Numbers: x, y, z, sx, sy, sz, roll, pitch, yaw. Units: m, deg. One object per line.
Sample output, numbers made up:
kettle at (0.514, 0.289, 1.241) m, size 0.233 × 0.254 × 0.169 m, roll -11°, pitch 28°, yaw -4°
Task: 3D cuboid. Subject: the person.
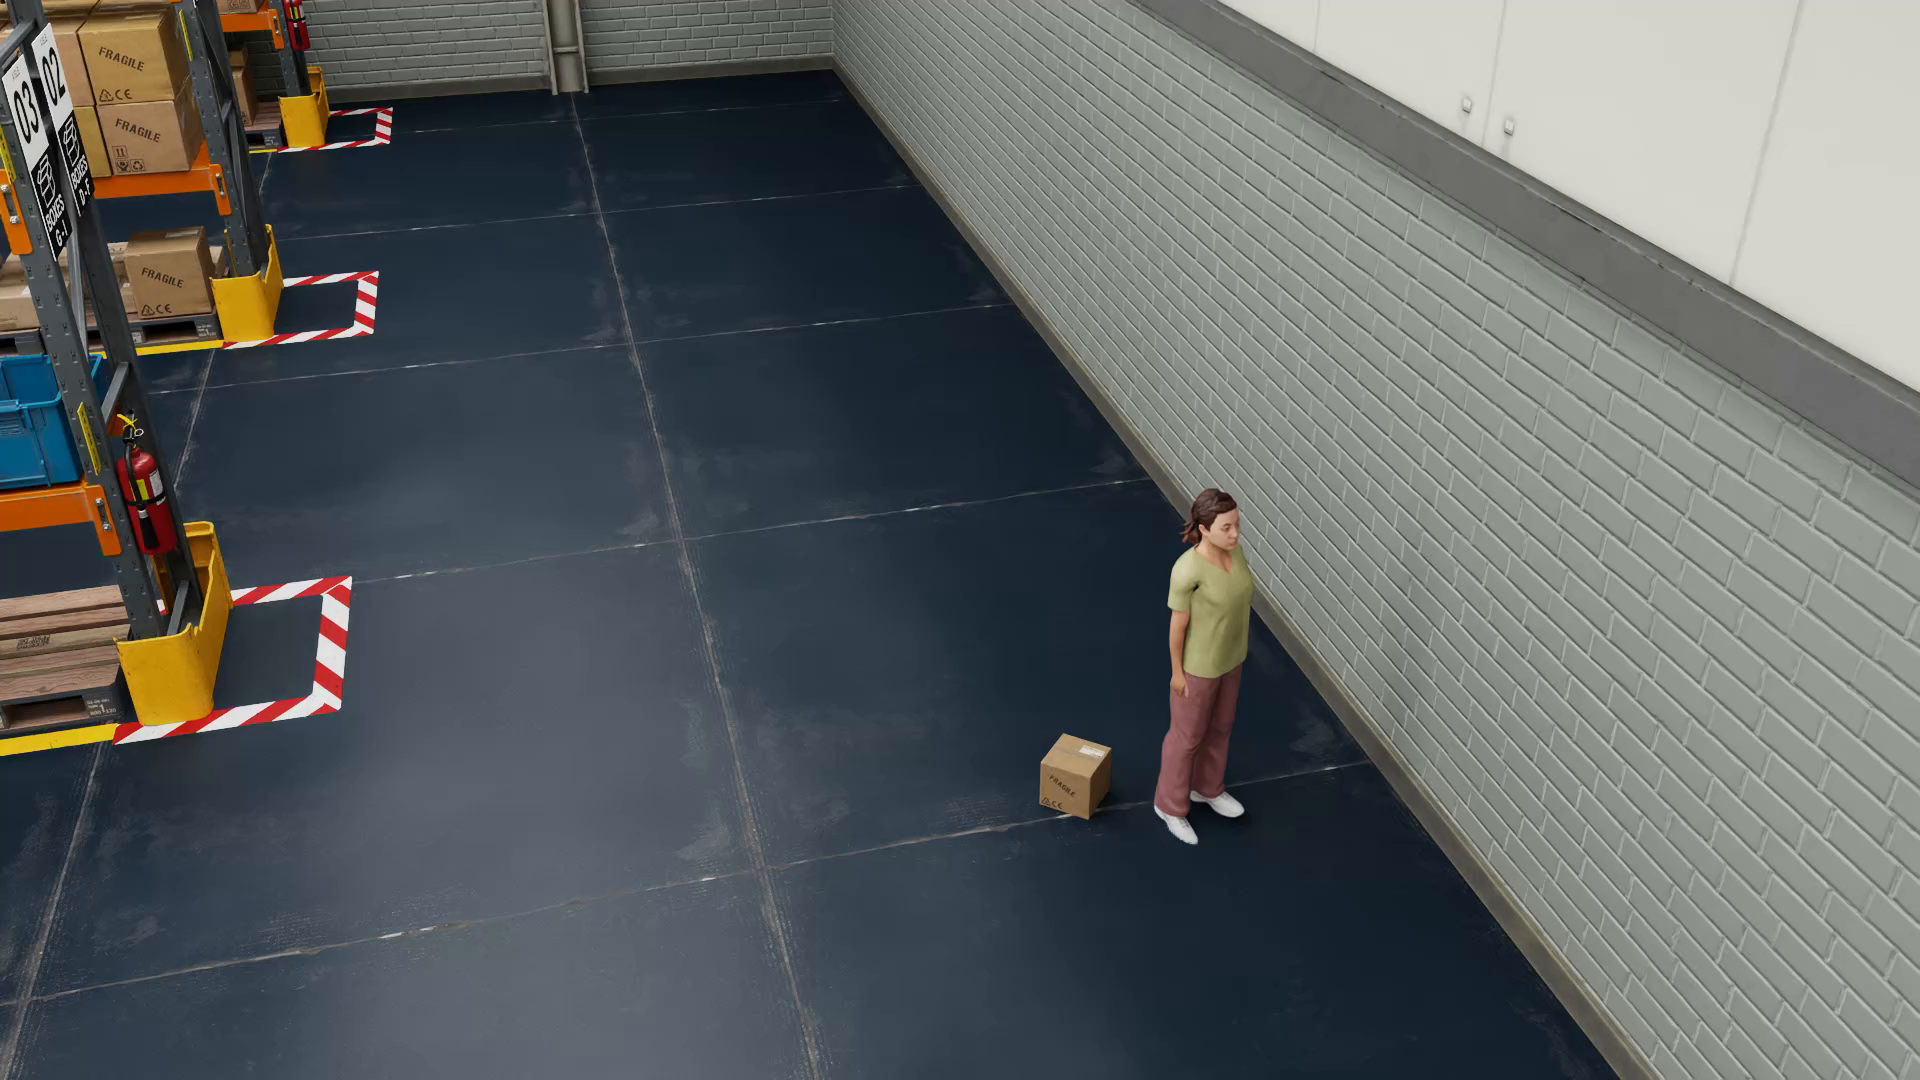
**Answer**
person at (1.098, 0.548, 7.328) m, size 0.436 × 1.703 × 0.387 m, roll -26°, pitch 39°, yaw -37°
